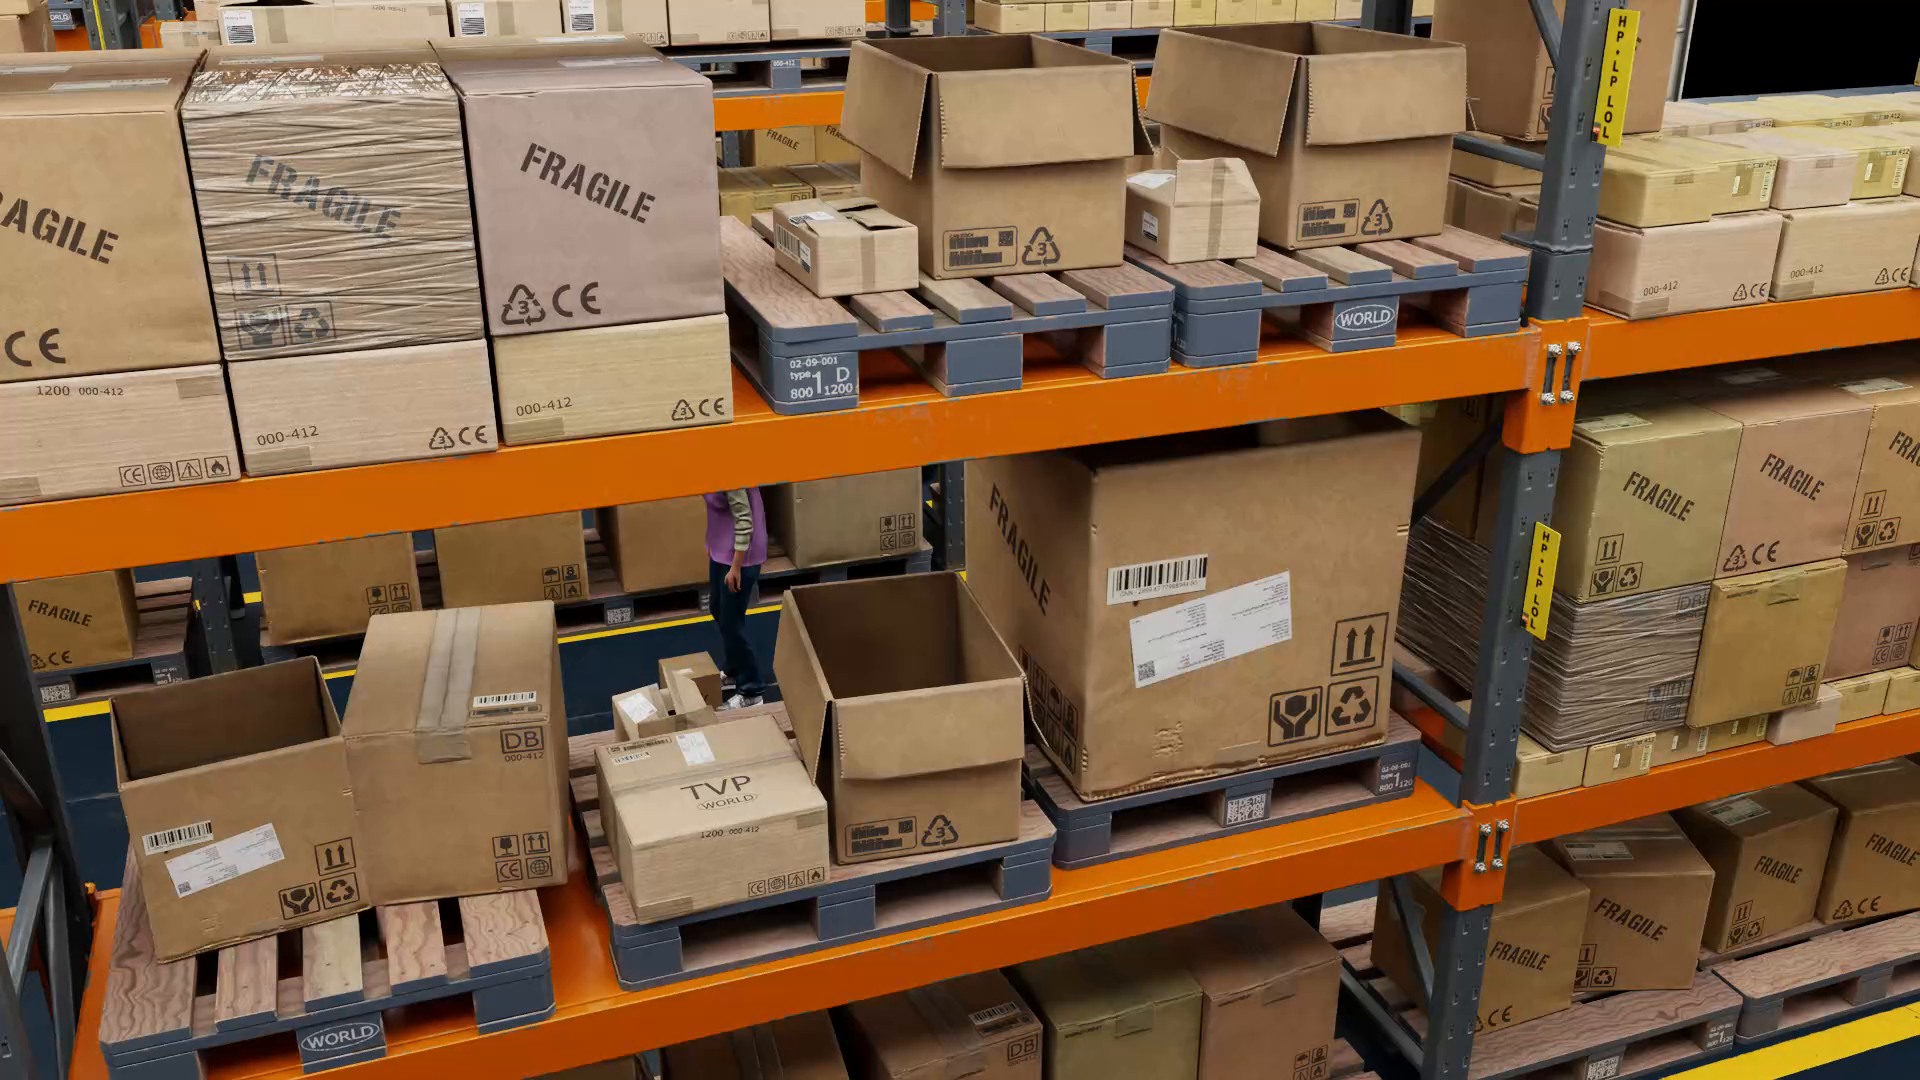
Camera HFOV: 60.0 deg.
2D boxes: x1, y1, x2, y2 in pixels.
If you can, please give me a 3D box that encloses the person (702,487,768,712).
[{"bbox_3d":[-1.120,0.083,8.064,0.350,1.591,0.470,-9,24,-20],"label":"person"}]
